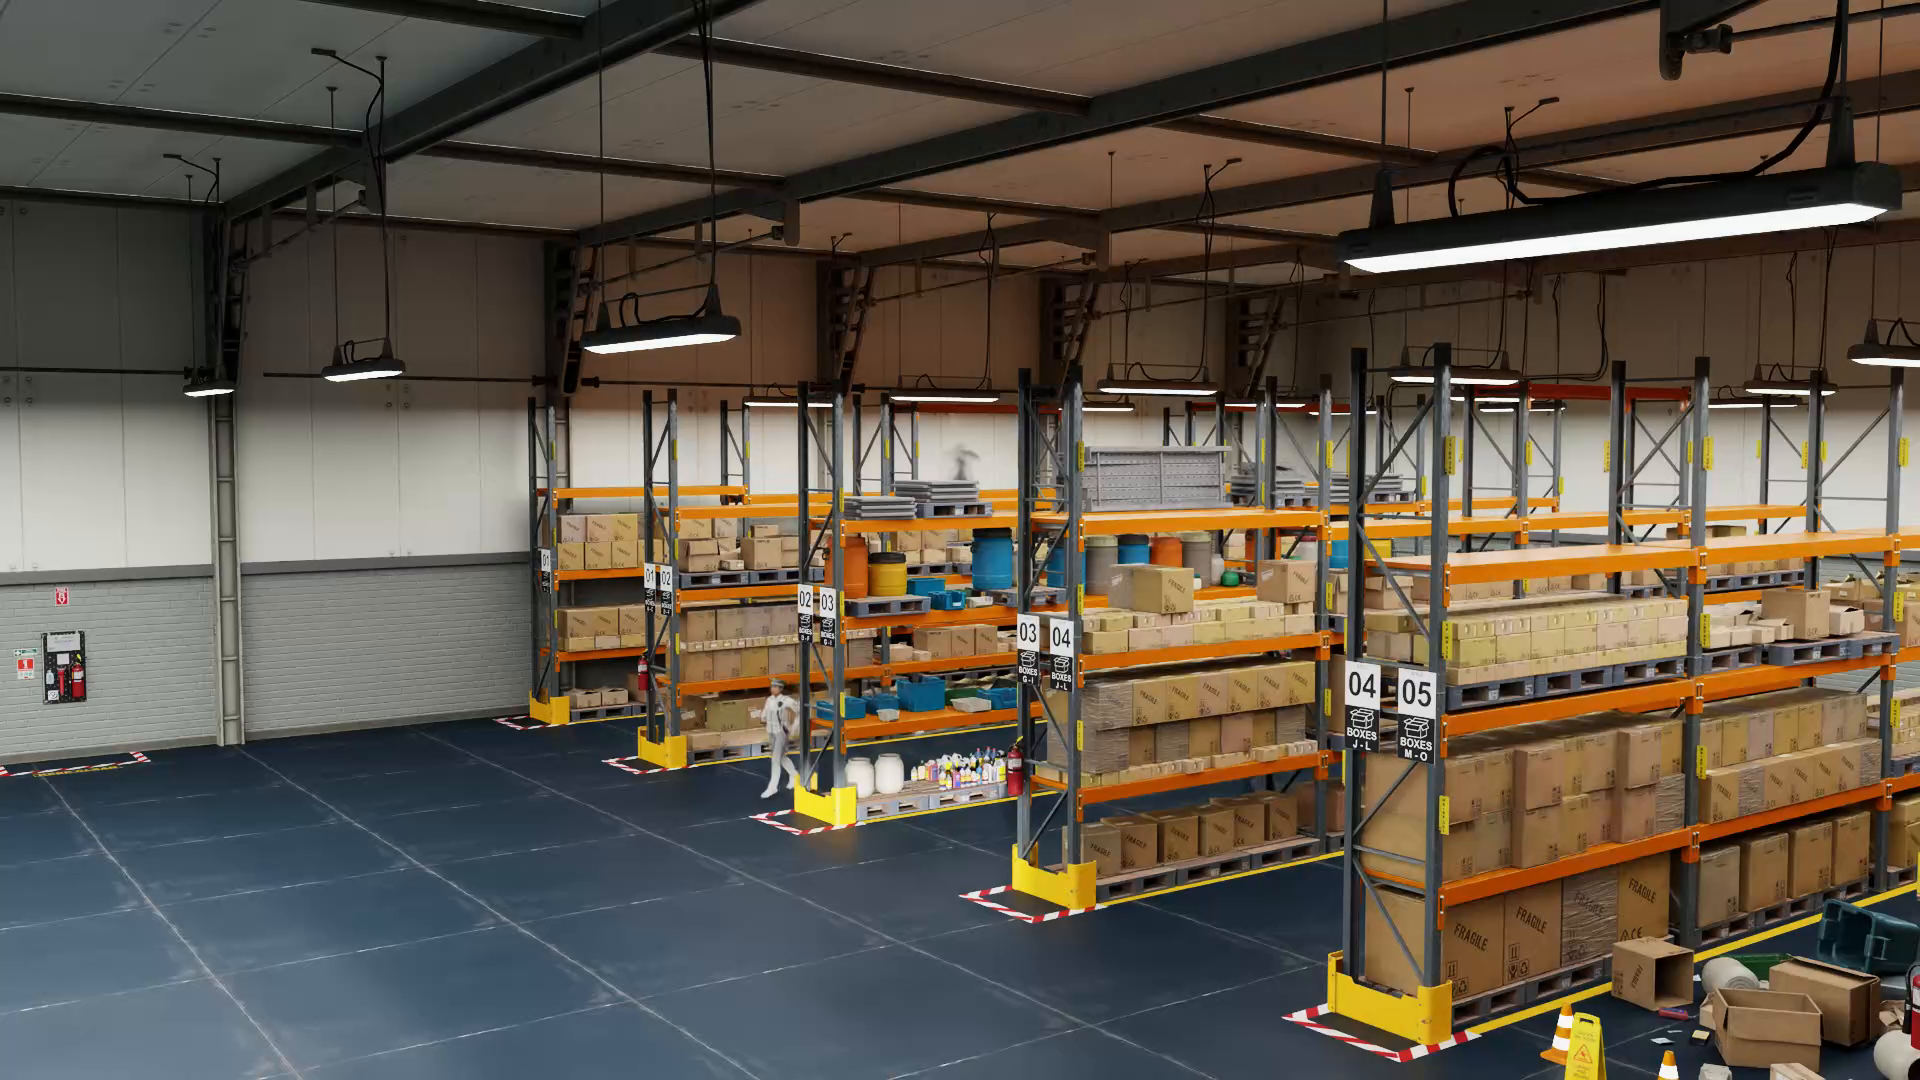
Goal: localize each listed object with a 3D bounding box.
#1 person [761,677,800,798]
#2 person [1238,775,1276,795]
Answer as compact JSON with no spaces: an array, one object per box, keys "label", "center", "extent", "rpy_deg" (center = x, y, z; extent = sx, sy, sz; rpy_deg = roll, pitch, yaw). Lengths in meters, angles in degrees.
[{"label":"person","center":[-2.654,2.837,24.277],"extent":[0.614,1.691,0.929],"rpy_deg":[3,4,40]},{"label":"person","center":[4.148,2.930,23.231],"extent":[0.607,1.799,0.840],"rpy_deg":[3,4,41]}]
